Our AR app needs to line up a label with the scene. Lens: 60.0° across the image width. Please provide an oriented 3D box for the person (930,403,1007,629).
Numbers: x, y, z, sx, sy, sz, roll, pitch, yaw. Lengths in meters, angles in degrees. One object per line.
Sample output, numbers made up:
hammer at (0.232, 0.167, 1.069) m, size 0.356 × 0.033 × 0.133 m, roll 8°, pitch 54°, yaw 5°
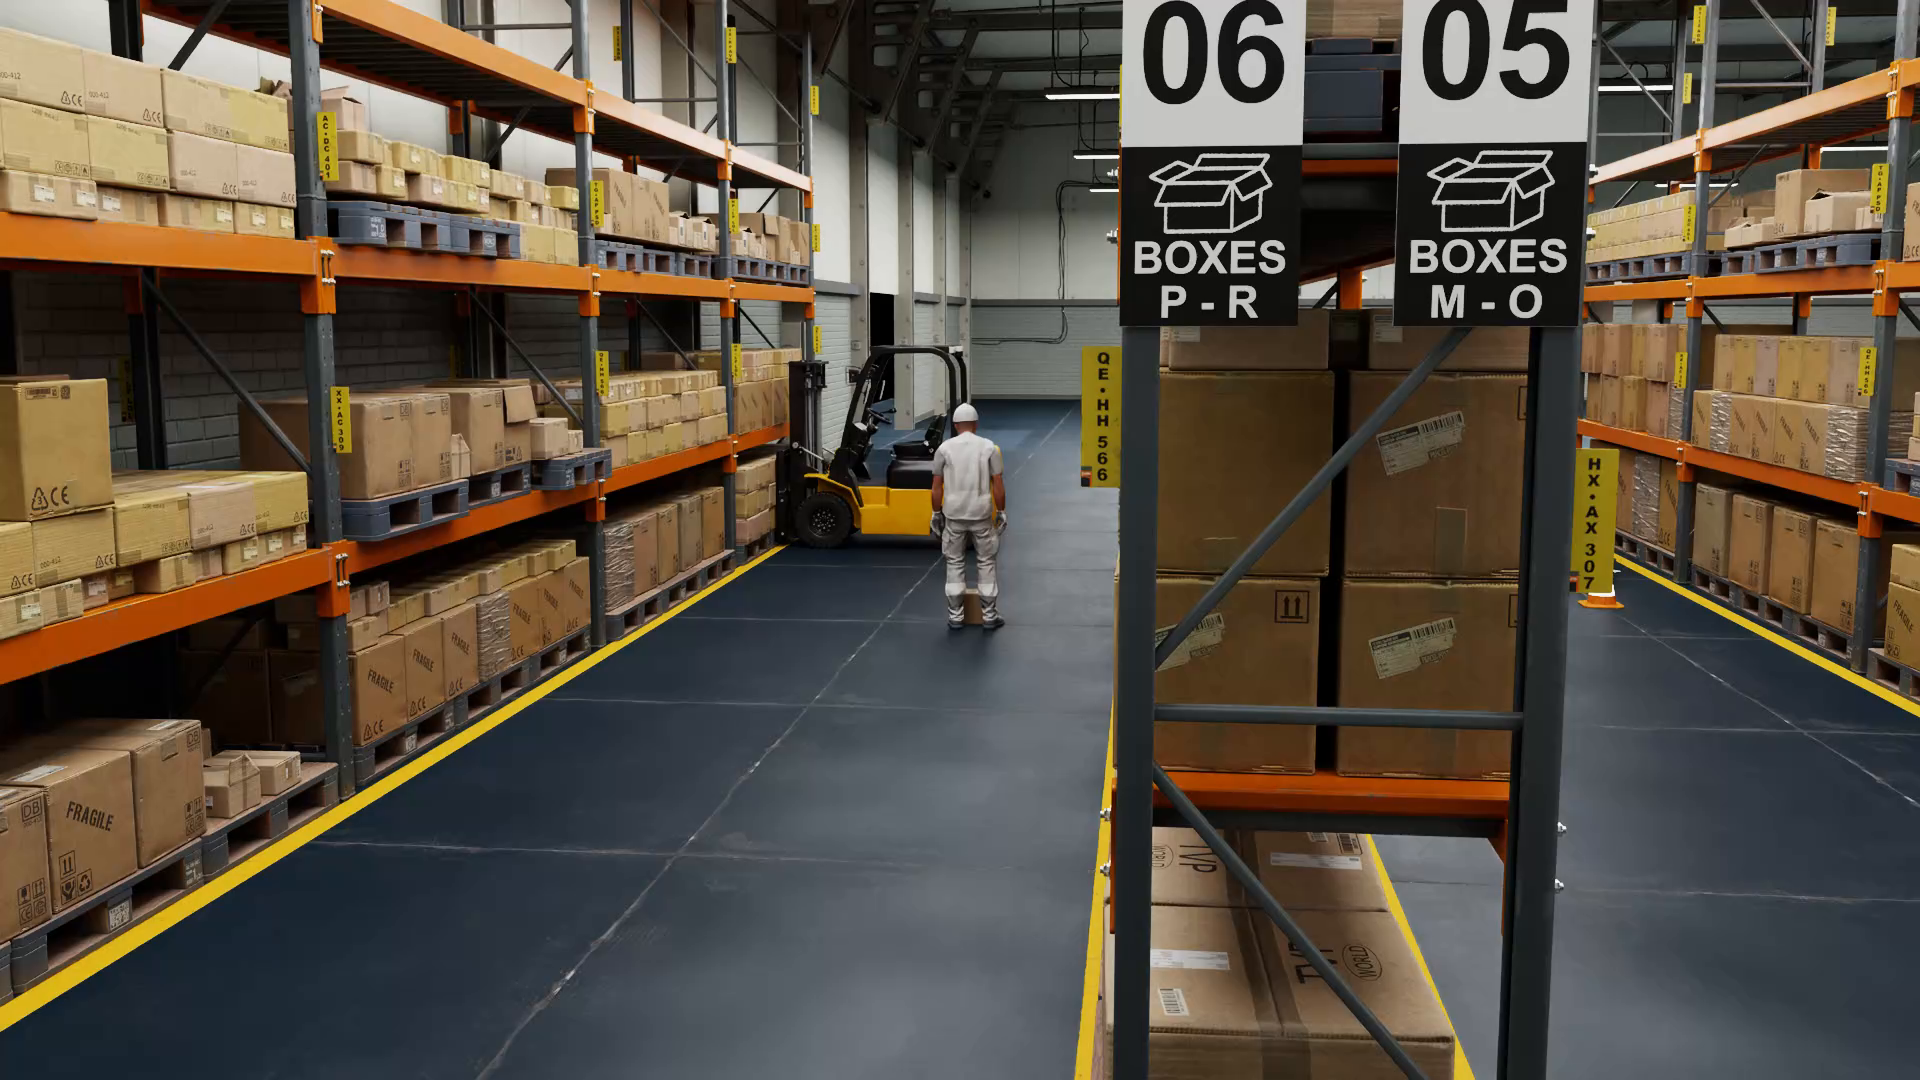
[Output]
person at (0.069, -0.189, 13.169) m, size 0.611 × 1.778 × 0.451 m, roll 0°, pitch 8°, yaw 3°
